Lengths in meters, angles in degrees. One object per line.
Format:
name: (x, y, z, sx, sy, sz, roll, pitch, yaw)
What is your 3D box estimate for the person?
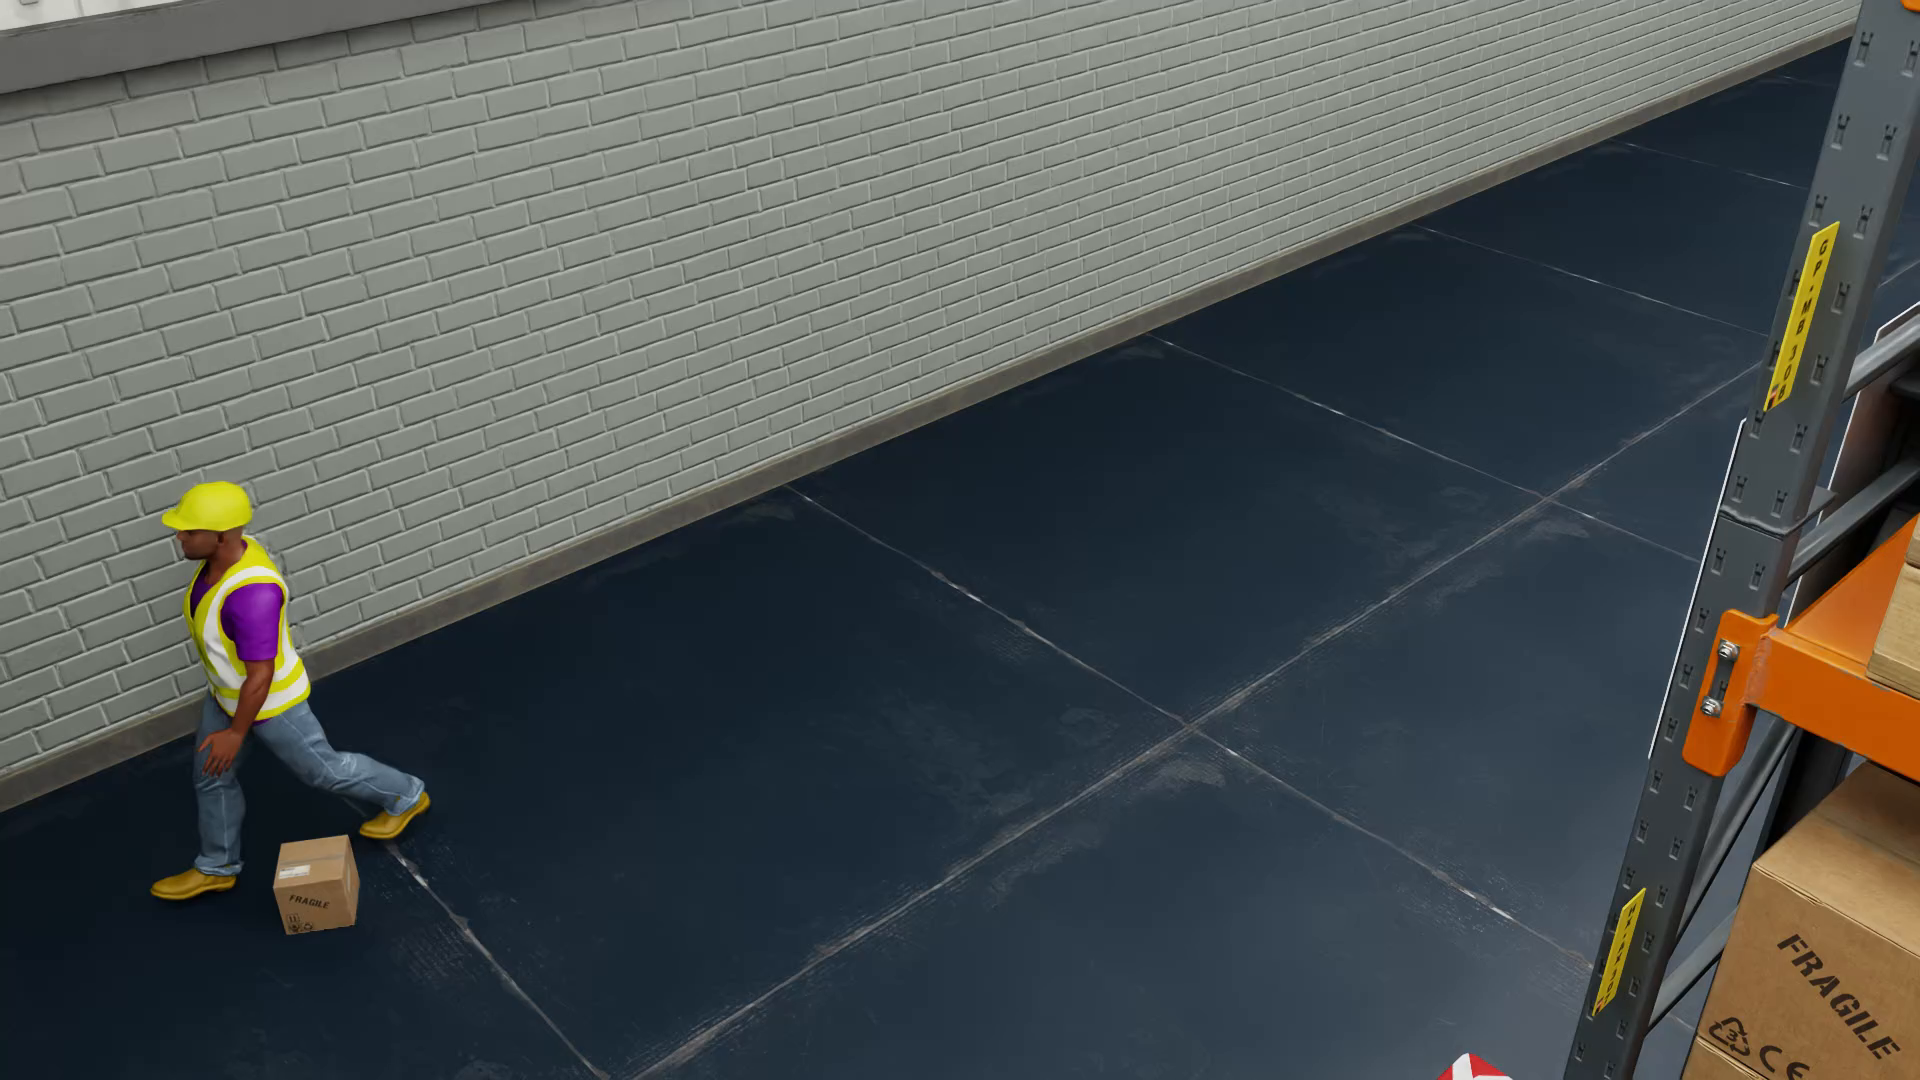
person: (-2.629, 0.568, 6.191, 1.050, 1.723, 0.578, -24, 39, -34)
